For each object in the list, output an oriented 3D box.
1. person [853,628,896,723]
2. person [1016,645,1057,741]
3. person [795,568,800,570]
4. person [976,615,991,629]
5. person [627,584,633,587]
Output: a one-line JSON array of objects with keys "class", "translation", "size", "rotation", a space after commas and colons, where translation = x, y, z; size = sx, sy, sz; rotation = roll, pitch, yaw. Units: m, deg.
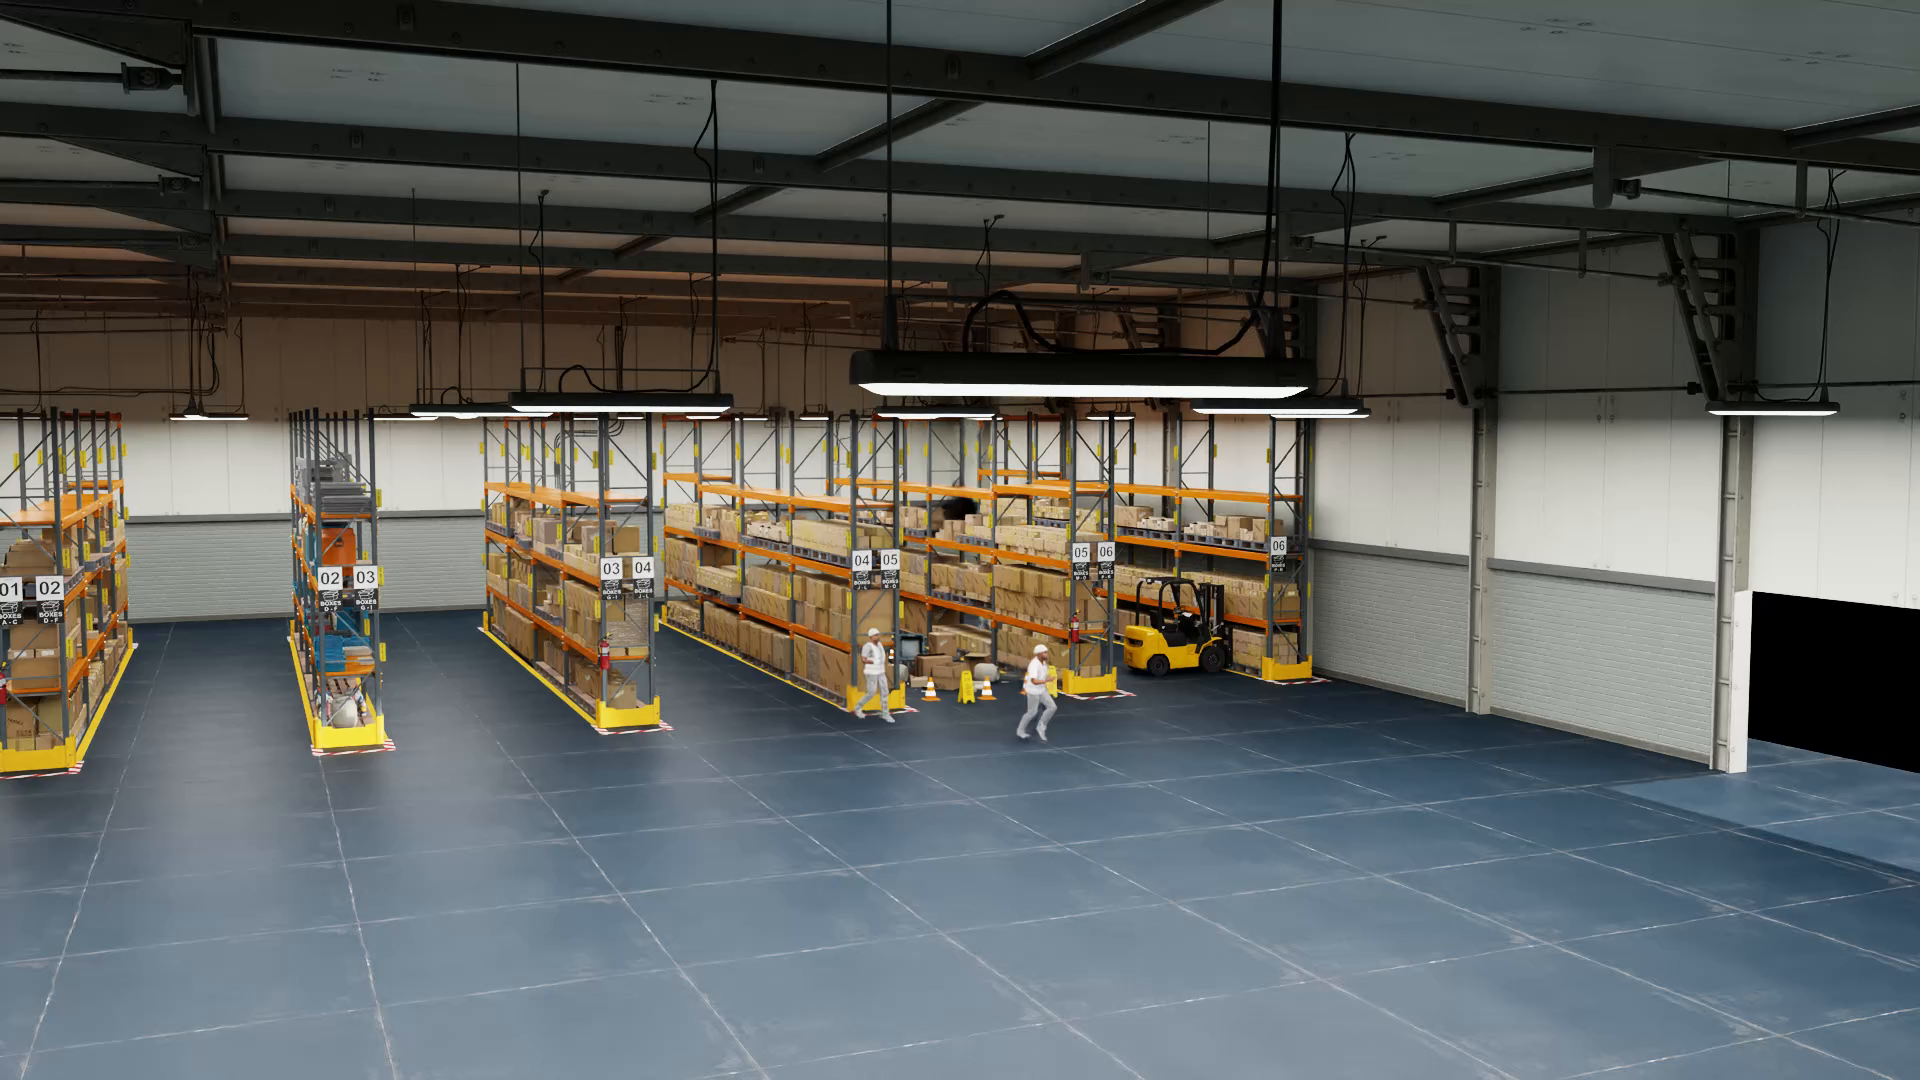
[{"class": "person", "translation": [-1.659, 2.589, 31.897], "size": [0.864, 1.816, 0.697], "rotation": [2, 5, 27]}, {"class": "person", "translation": [1.388, 2.748, 29.929], "size": [0.810, 1.758, 0.732], "rotation": [2, 4, 25]}, {"class": "person", "translation": [-4.445, 1.661, 45.462], "size": [0.626, 1.811, 0.734], "rotation": [-2, 5, -28]}, {"class": "person", "translation": [0.633, 1.670, 46.262], "size": [0.626, 1.662, 0.637], "rotation": [-2, 5, -28]}, {"class": "person", "translation": [-9.381, 1.456, 48.145], "size": [0.687, 1.752, 0.739], "rotation": [3, 5, 40]}]
